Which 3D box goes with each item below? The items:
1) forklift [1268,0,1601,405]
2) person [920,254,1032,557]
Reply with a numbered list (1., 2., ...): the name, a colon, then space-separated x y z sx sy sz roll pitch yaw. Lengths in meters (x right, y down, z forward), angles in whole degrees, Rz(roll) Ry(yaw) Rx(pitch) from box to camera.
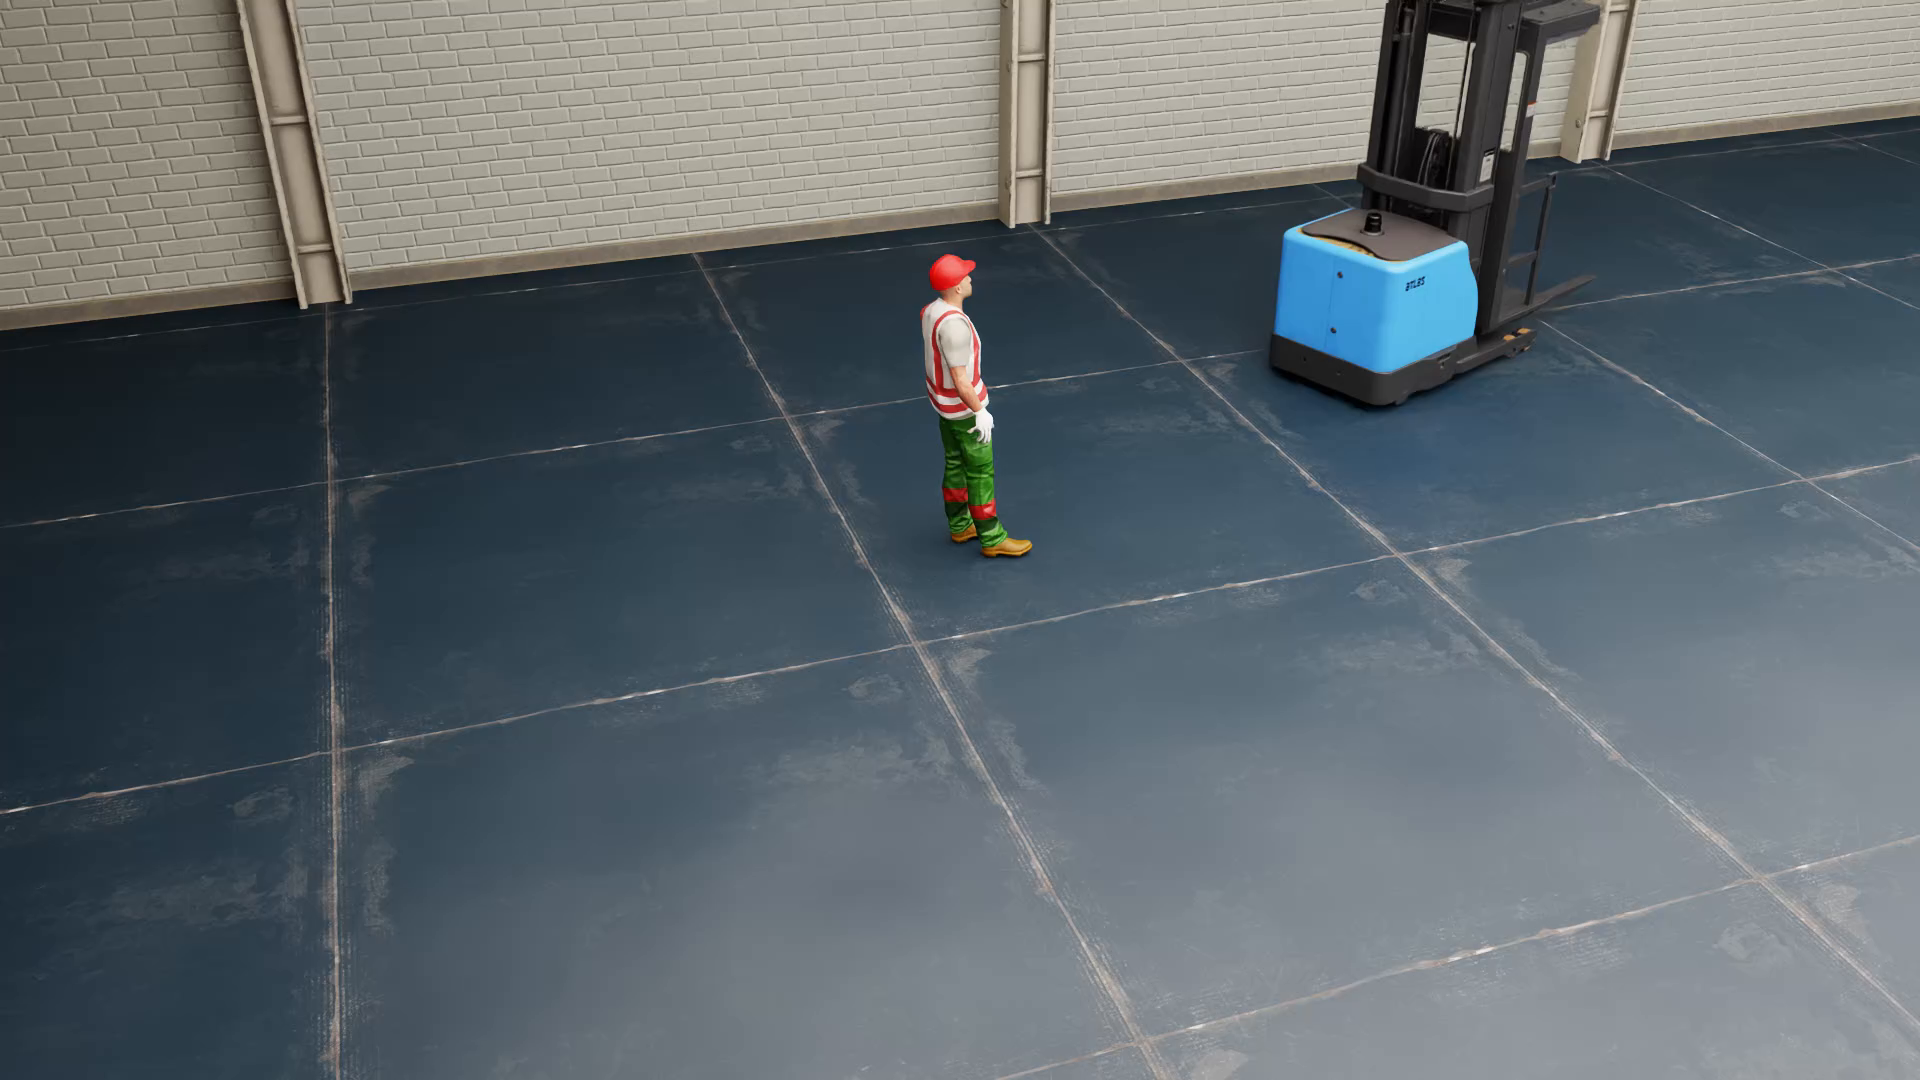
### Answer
1. forklift: 3.699 -2.809 11.970 3.031 2.935 1.130 -23 37 -34
2. person: 0.080 -0.789 9.588 0.564 1.787 0.637 -10 31 -16
